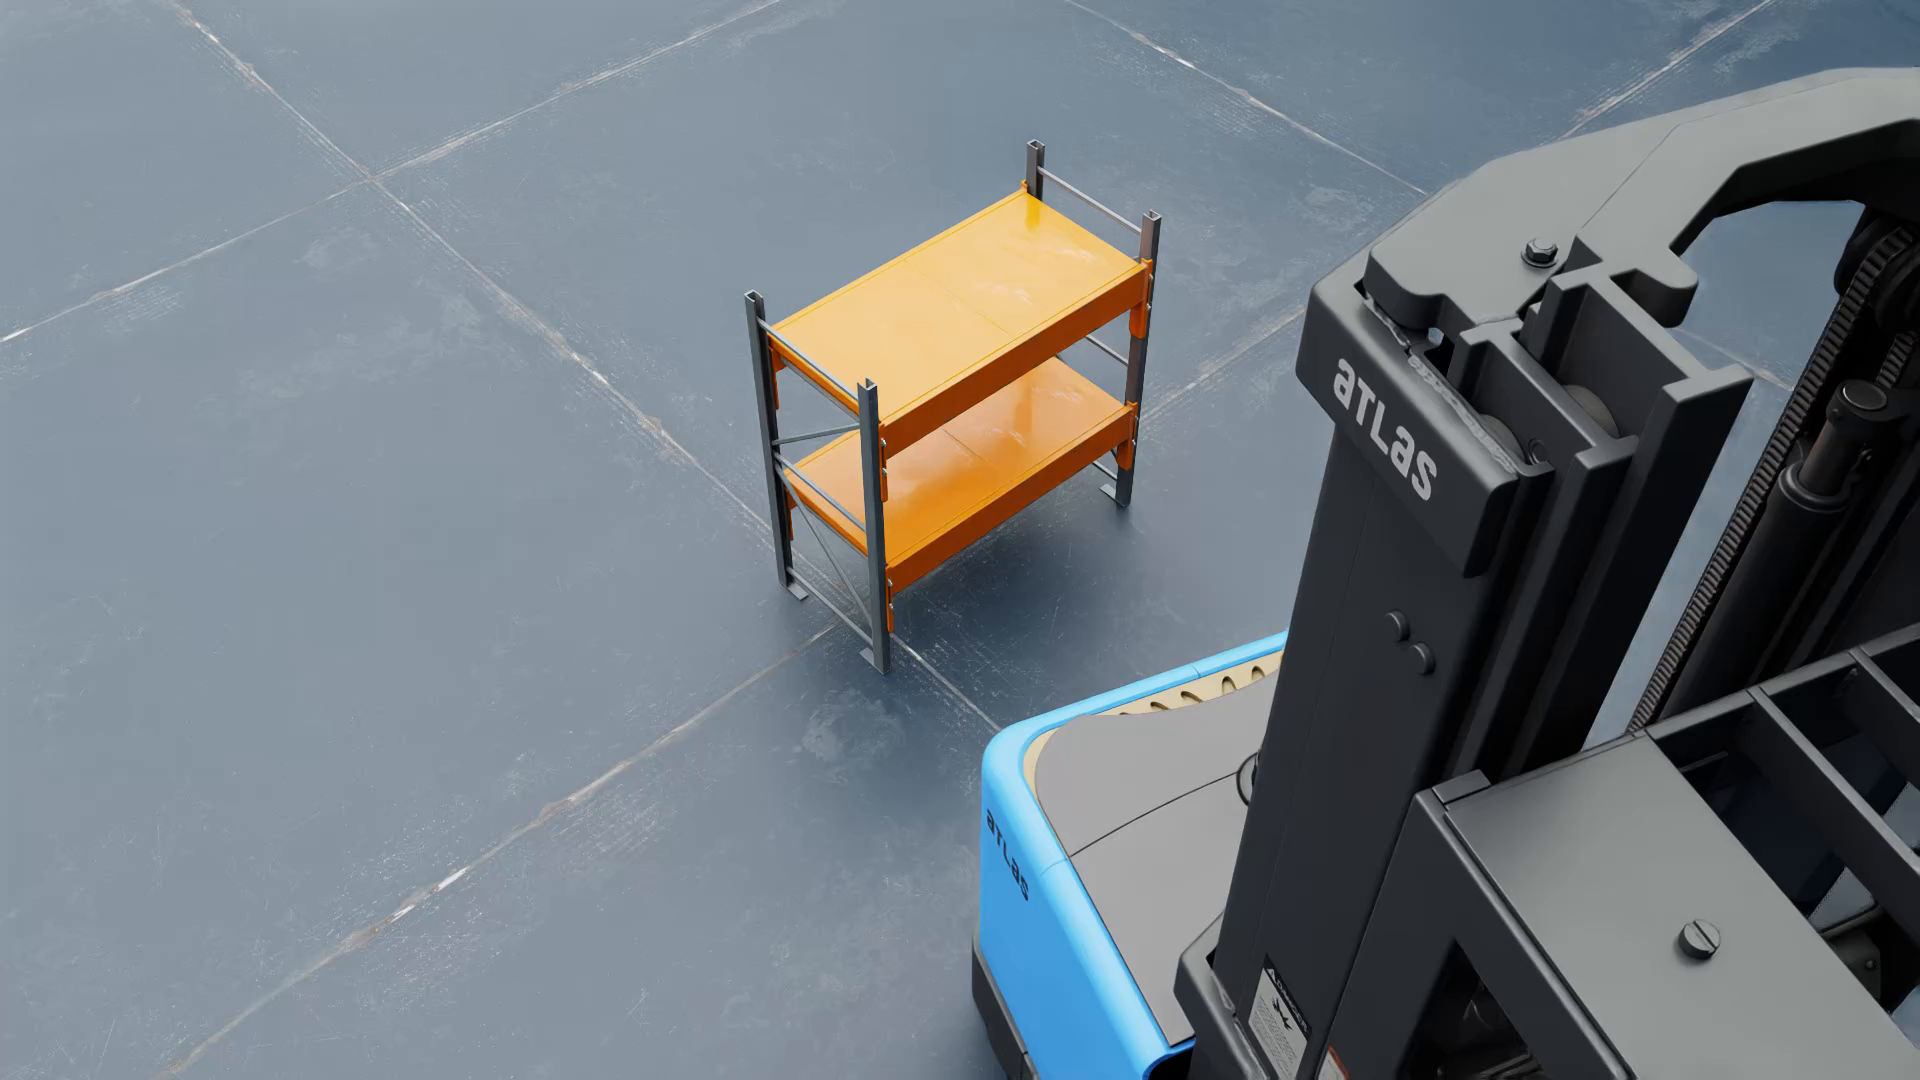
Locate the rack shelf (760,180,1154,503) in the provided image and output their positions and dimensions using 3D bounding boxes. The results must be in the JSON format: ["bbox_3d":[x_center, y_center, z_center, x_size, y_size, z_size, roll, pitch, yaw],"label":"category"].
[{"bbox_3d":[-0.005,-0.577,4.618,1.000,0.278,0.538,-34,56,-27],"label":"rack shelf"}]

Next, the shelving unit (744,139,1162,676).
[{"bbox_3d":[-0.005,-0.378,4.833,1.048,1.125,0.538,-34,56,-27],"label":"shelving unit"}]

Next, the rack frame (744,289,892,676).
[{"bbox_3d":[-0.381,-0.127,4.602,0.032,1.125,0.500,-34,56,-27],"label":"rack frame"}]

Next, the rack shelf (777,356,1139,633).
[{"bbox_3d":[-0.005,-0.212,5.013,1.000,0.278,0.538,-34,56,-27],"label":"rack shelf"}]

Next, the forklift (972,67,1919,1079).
[{"bbox_3d":[1.064,1.000,2.333,1.130,2.935,3.031,-17,50,-15],"label":"forklift"}]

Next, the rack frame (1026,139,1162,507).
[{"bbox_3d":[0.371,-0.629,5.065,0.032,1.125,0.500,-34,56,-27],"label":"rack frame"}]
